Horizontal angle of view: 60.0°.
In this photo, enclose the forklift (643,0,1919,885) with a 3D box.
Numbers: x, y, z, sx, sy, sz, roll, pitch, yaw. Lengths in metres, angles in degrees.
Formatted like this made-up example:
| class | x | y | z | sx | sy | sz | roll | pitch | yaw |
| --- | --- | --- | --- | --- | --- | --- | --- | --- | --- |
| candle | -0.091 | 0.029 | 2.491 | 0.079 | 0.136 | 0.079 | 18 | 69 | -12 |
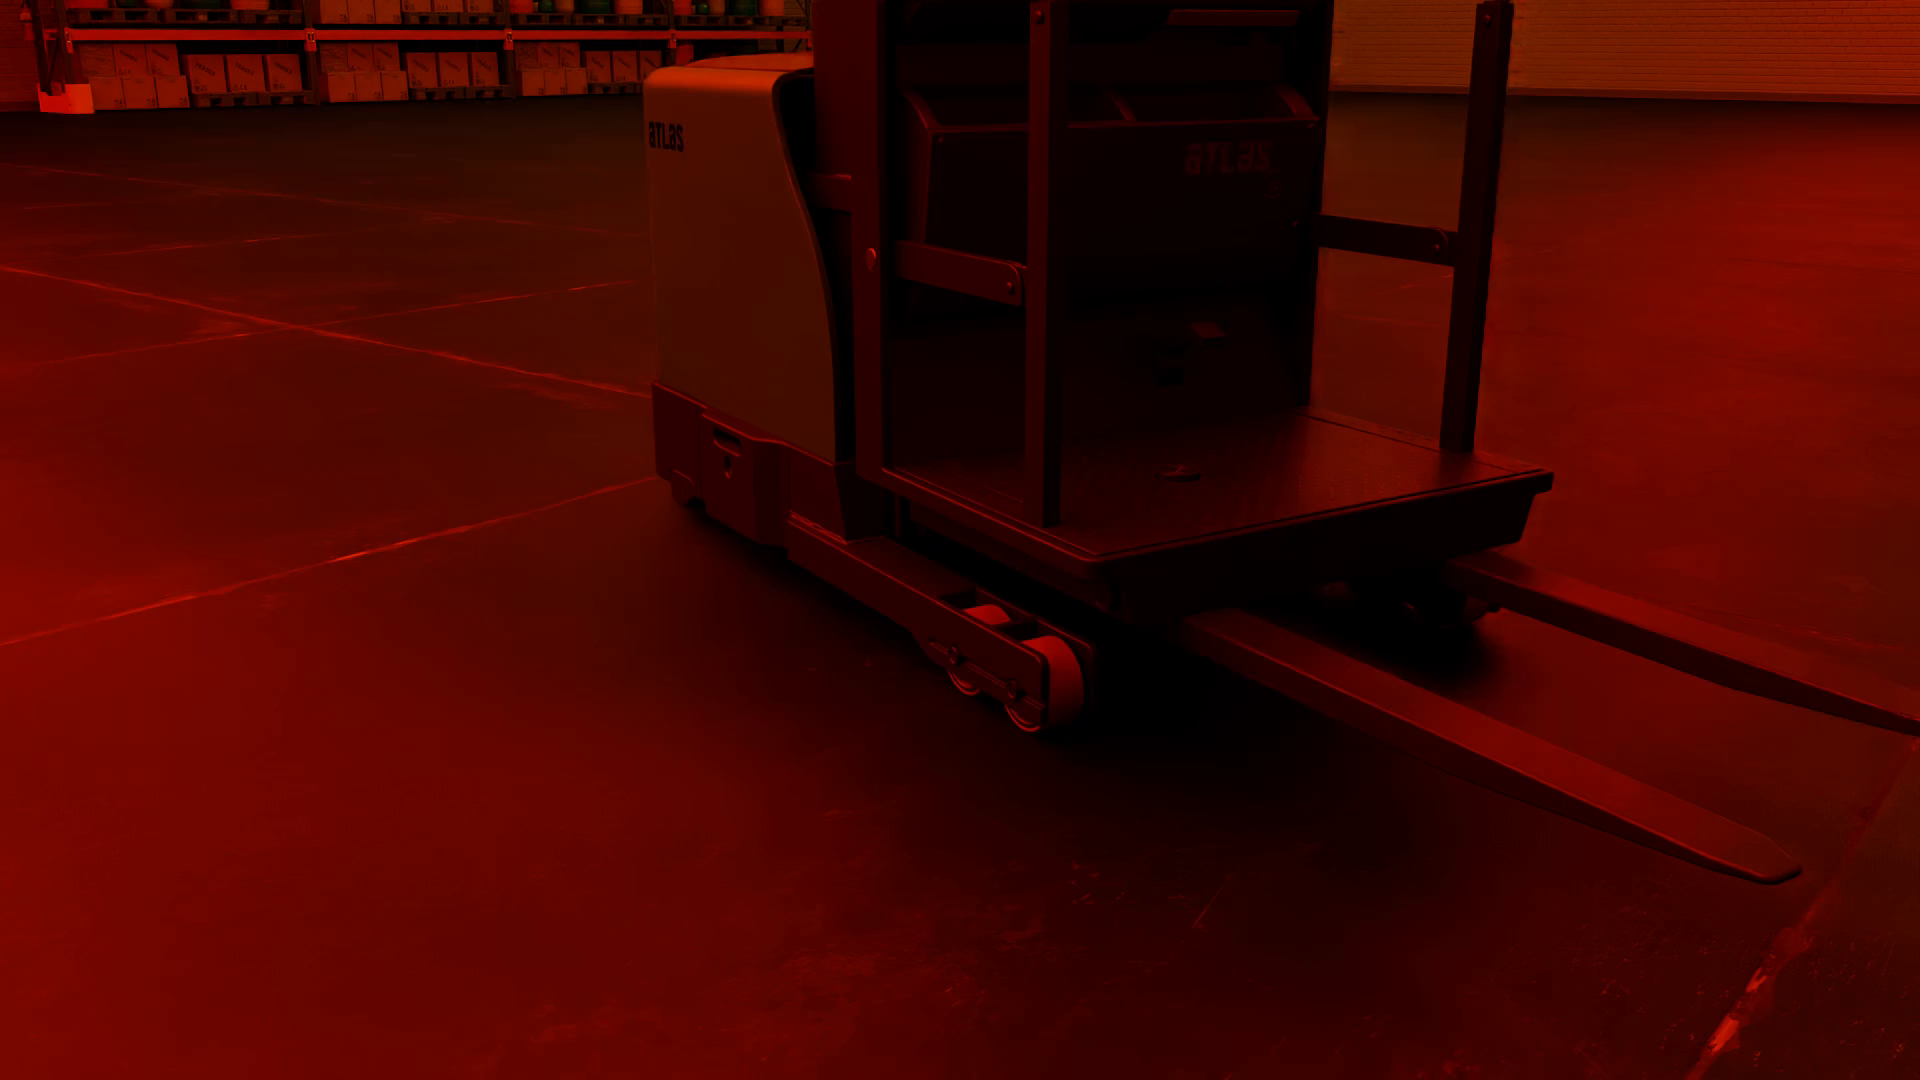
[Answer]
| class | x | y | z | sx | sy | sz | roll | pitch | yaw |
| --- | --- | --- | --- | --- | --- | --- | --- | --- | --- |
| forklift | 0.419 | -1.226 | 2.934 | 1.130 | 2.935 | 3.031 | -10 | 20 | -30 |
